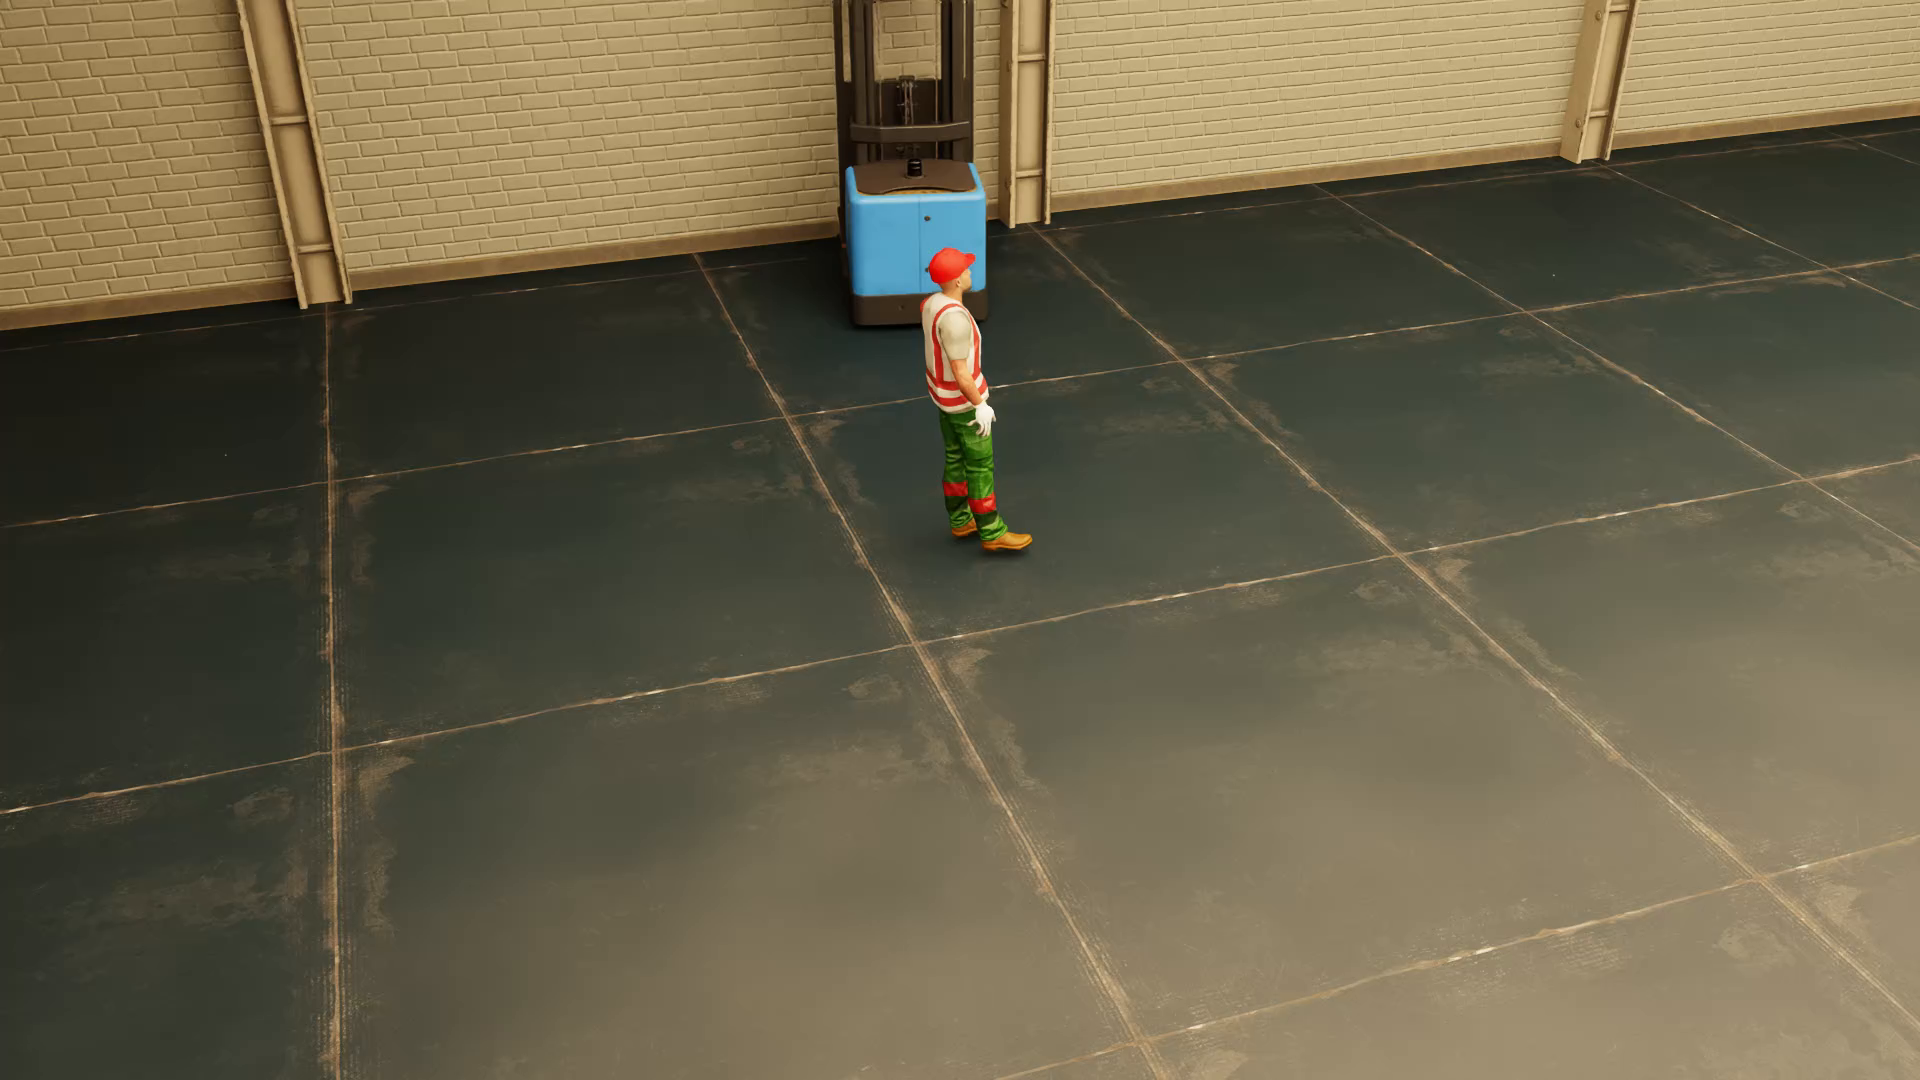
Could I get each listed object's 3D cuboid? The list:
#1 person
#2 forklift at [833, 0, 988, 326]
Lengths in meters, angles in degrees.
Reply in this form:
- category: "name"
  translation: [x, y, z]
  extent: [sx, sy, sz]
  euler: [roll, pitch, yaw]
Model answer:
- category: "person"
  translation: [0.080, -0.824, 9.568]
  extent: [0.561, 1.789, 0.637]
  euler: [-10, 31, -16]
- category: "forklift"
  translation: [-0.463, -3.622, 13.383]
  extent: [1.130, 2.935, 3.031]
  euler: [-3, 30, -5]
